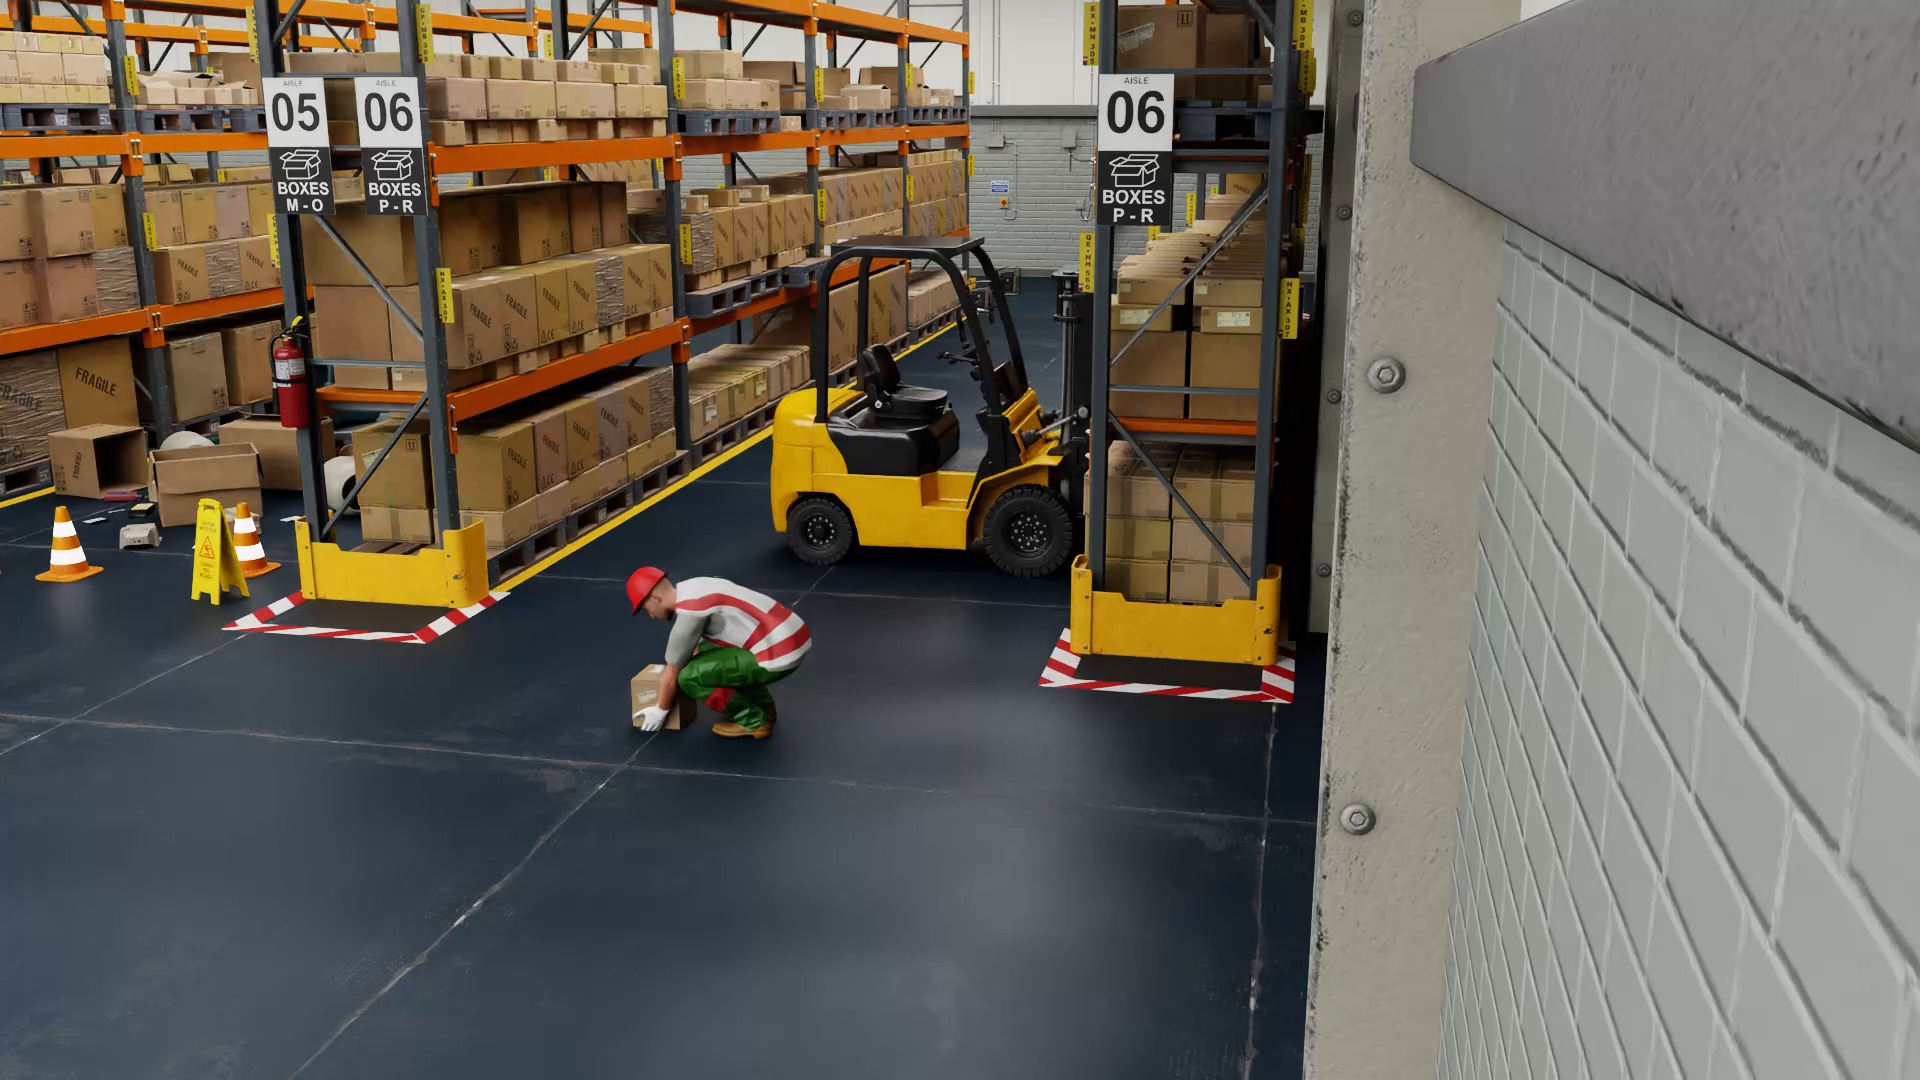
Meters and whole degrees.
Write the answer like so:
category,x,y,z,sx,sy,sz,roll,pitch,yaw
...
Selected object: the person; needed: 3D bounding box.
category,x,y,z,sx,sy,sz,roll,pitch,yaw
person,-1.202,0.564,8.309,0.901,0.879,0.547,3,15,11
